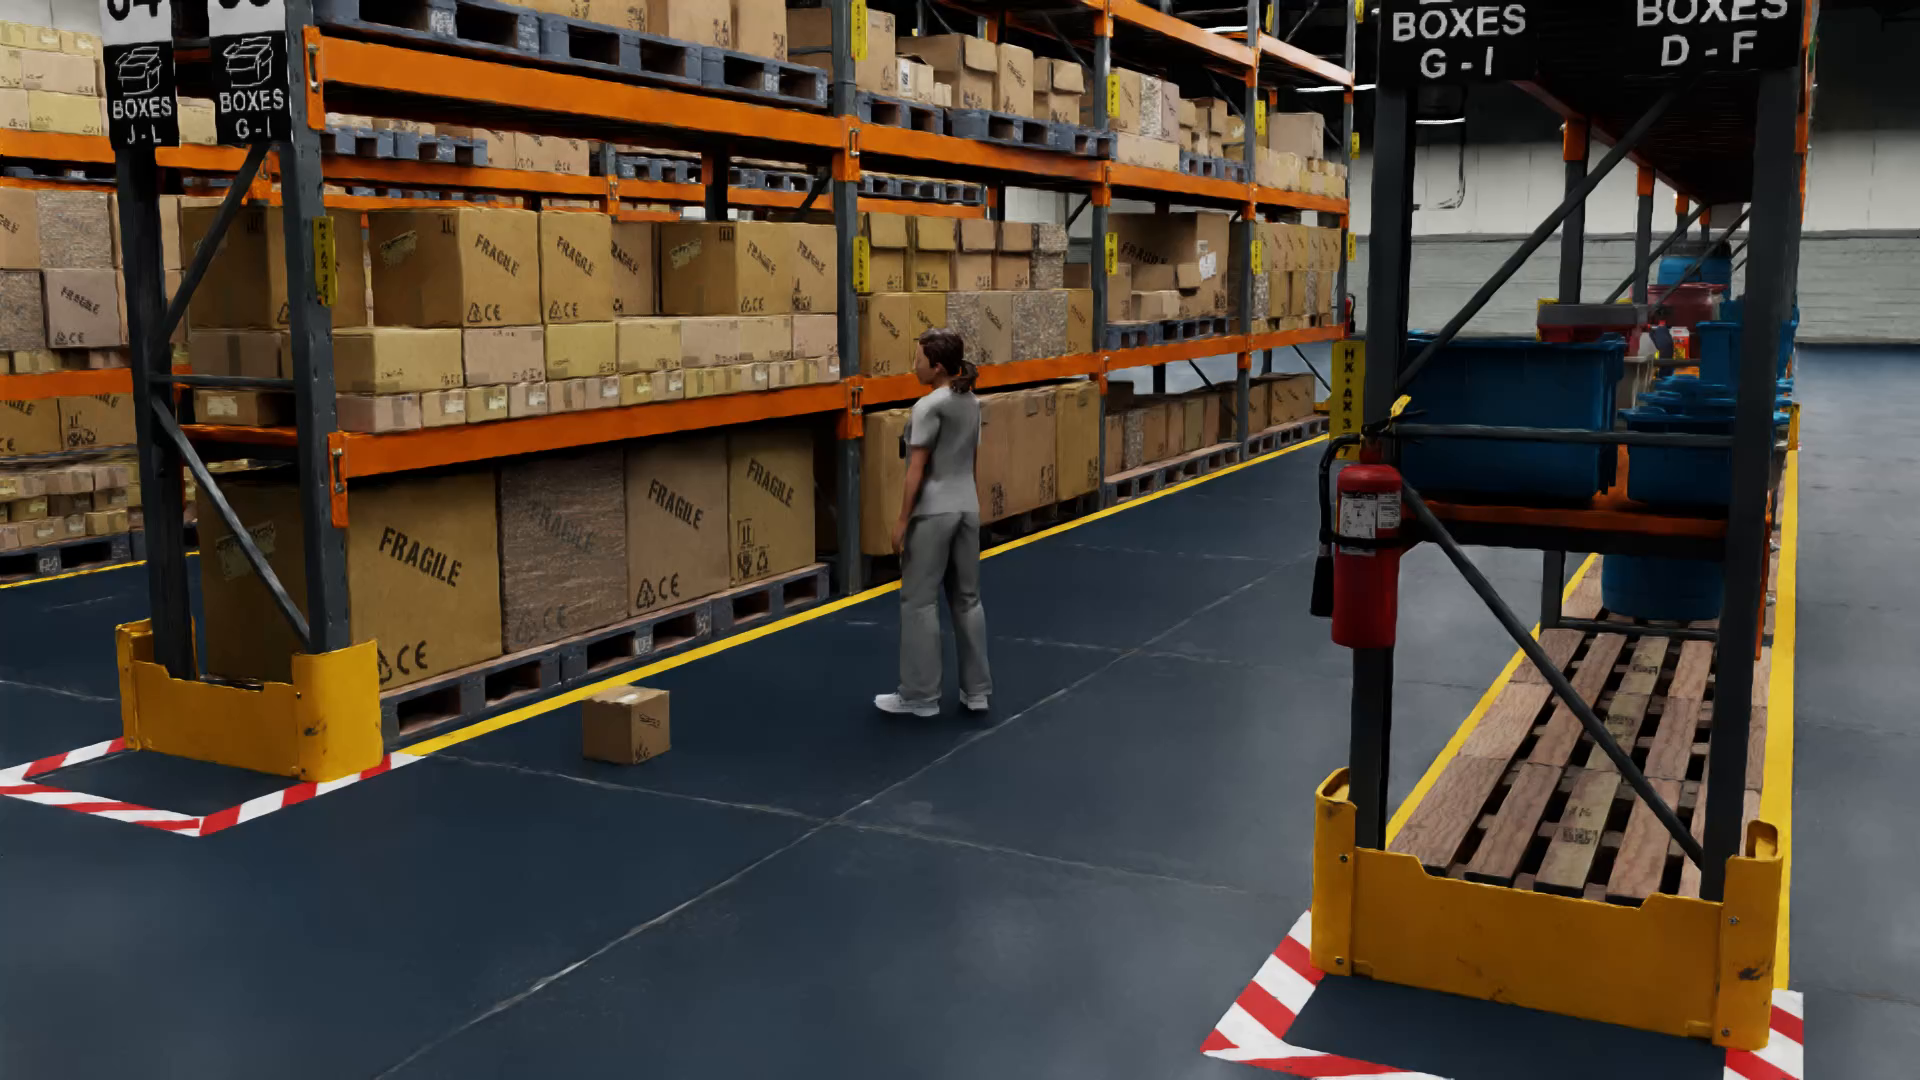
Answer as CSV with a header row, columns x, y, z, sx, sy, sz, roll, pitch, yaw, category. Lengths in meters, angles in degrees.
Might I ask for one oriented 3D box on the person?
x,y,z,sx,sy,sz,roll,pitch,yaw,category
-0.094,-0.081,7.225,0.411,1.674,0.528,7,12,39,person
